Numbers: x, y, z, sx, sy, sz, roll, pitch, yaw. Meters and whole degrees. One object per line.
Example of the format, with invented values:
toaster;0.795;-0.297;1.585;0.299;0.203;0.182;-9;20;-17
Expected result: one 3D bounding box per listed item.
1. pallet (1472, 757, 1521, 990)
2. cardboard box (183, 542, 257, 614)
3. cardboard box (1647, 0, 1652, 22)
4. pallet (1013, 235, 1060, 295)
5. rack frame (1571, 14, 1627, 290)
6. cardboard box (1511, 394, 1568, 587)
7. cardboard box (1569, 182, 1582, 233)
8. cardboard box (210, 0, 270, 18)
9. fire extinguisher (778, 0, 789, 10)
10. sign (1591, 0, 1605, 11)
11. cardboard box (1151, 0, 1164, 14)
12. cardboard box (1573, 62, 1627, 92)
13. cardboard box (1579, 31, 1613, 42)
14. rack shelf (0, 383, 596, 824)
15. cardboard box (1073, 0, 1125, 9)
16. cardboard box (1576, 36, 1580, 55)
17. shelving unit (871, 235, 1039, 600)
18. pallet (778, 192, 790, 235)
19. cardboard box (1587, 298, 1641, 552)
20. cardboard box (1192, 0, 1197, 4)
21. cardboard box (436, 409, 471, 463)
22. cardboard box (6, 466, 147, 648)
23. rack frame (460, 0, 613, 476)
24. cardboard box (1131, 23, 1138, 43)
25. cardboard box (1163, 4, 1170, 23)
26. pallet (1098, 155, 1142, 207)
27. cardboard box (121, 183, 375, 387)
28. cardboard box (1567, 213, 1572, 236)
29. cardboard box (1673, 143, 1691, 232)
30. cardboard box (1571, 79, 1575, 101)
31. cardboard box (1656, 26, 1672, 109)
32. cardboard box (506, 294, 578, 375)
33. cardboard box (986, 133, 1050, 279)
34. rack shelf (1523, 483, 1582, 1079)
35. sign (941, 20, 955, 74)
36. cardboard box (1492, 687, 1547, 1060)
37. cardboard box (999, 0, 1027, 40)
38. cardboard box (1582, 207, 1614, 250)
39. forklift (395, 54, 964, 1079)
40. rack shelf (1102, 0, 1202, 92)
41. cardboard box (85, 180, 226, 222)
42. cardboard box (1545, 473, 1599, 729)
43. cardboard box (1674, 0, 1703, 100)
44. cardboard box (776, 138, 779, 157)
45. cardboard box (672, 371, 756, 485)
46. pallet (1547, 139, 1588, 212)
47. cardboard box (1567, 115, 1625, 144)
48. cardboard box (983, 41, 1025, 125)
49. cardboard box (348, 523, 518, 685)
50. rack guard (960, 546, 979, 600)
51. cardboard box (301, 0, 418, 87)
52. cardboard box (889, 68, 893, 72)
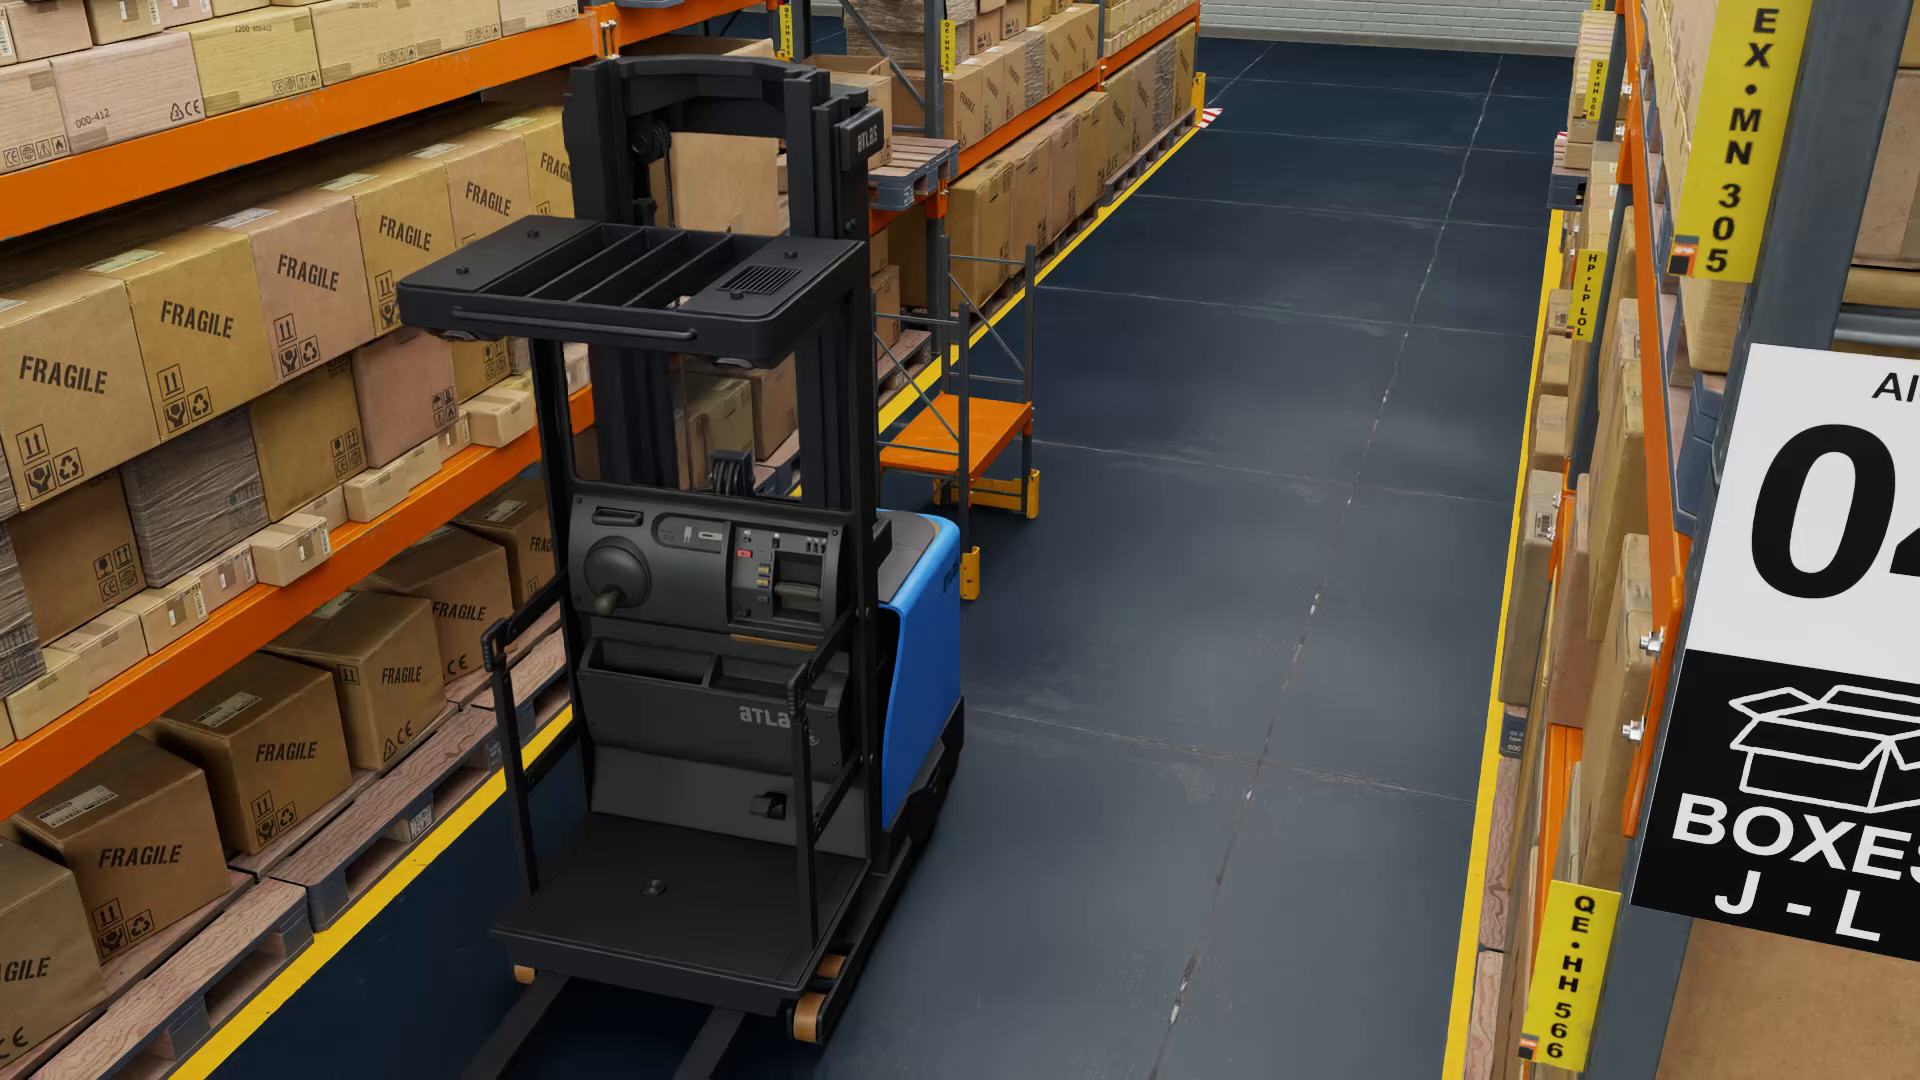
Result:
pallet;2.391;1.258;5.910;1.003;0.211;1.213;9;27;17
cardboard box;-2.527;0.100;5.389;0.380;0.149;0.250;9;27;17
cardboard box;2.192;-1.562;4.784;0.380;0.149;0.250;9;27;18
pallet;0.147;-2.261;13.177;1.003;0.211;1.213;9;27;17
rack frame;4.049;-1.942;9.319;1.000;3.000;0.127;9;27;17
cardboard box;3.164;-0.139;7.694;1.050;0.750;0.750;9;27;17
cardboard box;4.536;-2.294;11.572;0.500;0.250;0.500;10;28;19
cardboard box;-2.368;-1.705;5.103;0.380;0.149;0.250;8;27;16
fire extinguisher;-2.124;-6.502;19.254;0.296;0.674;0.183;9;27;17
sign;4.866;-4.051;12.682;0.100;0.325;0.005;9;27;17
cardboard box;1.649;-5.187;15.852;0.500;0.250;0.500;9;27;18
cardboard box;4.038;-2.875;10.369;0.380;0.149;0.250;10;27;19
cardboard box;4.471;-3.407;11.467;0.380;0.149;0.250;9;27;17
rack shelf;-2.591;0.086;5.955;1.077;0.370;4.000;9;27;17
cardboard box;1.137;-4.910;14.420;0.500;0.500;0.500;9;27;17
cardboard box;4.731;-3.594;12.196;0.380;0.149;0.250;8;27;16
shelving unit;-0.025;-0.644;8.358;0.587;1.500;1.083;9;27;17
pallet;-1.215;-1.797;9.240;1.003;0.211;1.213;9;27;17
cardboard box;2.180;-0.260;4.435;0.875;0.550;0.550;9;27;17
cardboard box;2.260;-5.683;17.335;0.380;0.149;0.250;9;27;18
cardboard box;-2.138;-0.417;6.458;0.380;0.149;0.250;9;27;17
cardboard box;-2.994;-0.039;4.933;0.875;0.500;0.500;9;27;17
rack frame;-1.926;-1.059;7.496;1.000;3.000;0.127;9;27;17
cardboard box;1.409;-4.632;15.162;0.380;0.149;0.250;8;27;16
cardboard box;1.835;-5.157;16.247;0.380;0.149;0.250;9;27;18
pallet;1.063;-3.393;15.515;1.003;0.211;1.213;9;27;17
cardboard box;-2.318;-0.847;5.455;0.500;0.500;0.500;9;27;17
cardboard box;4.710;-2.167;12.170;0.500;0.500;0.500;10;28;20
cardboard box;1.347;-0.520;2.633;0.380;0.149;0.250;9;27;18
cardboard box;4.211;-2.951;10.869;0.380;0.149;0.250;9;27;19
cardboard box;1.770;-1.044;3.714;0.380;0.149;0.250;9;27;18
cardboard box;-2.134;-1.062;7.046;0.875;0.500;0.500;9;27;17
cardboard box;-0.041;-2.582;12.596;1.225;0.875;0.875;9;27;18
rack shelf;2.053;0.847;4.384;1.077;0.370;4.000;9;27;17
sign;-0.080;-3.114;10.501;0.100;0.325;0.005;9;27;17
cardboard box;2.146;1.088;5.017;0.875;0.875;0.875;9;27;18
cardboard box;0.101;-4.042;12.389;0.797;0.503;0.637;10;27;19
cardboard box;3.143;-1.221;7.715;0.500;0.500;0.500;8;27;17
forklift;-0.878;0.118;5.142;1.130;2.935;3.031;7;27;14
rack shelf;1.402;-4.845;16.140;1.077;0.370;4.000;9;27;17
cardboard box;-2.803;-0.922;5.609;0.500;0.500;0.500;9;27;17
cardboard box;2.154;0.222;4.678;0.875;0.550;0.550;9;27;17
cardboard box;1.622;-0.958;3.079;0.500;0.250;0.500;9;27;17
cardboard box;-1.436;-2.021;8.881;0.797;0.503;0.637;12;28;23
cardboard box;-1.524;-0.575;8.858;0.700;0.500;0.500;9;27;17
pallet;4.186;-2.164;9.998;1.213;0.211;1.003;9;27;17
cardboard box;3.784;-2.421;9.773;0.380;0.149;0.250;9;27;18
cardboard box;0.161;-3.332;12.074;0.500;0.500;0.500;8;27;17
cardboard box;-2.280;0.272;7.133;0.500;0.500;0.500;19;32;34
rack guard;-0.191;0.123;8.208;0.587;0.250;0.087;9;27;17
cardboard box;-2.179;-1.693;5.535;0.500;0.250;0.500;9;27;17
cardboard box;-0.664;-2.987;11.362;0.500;0.500;0.500;10;27;19
